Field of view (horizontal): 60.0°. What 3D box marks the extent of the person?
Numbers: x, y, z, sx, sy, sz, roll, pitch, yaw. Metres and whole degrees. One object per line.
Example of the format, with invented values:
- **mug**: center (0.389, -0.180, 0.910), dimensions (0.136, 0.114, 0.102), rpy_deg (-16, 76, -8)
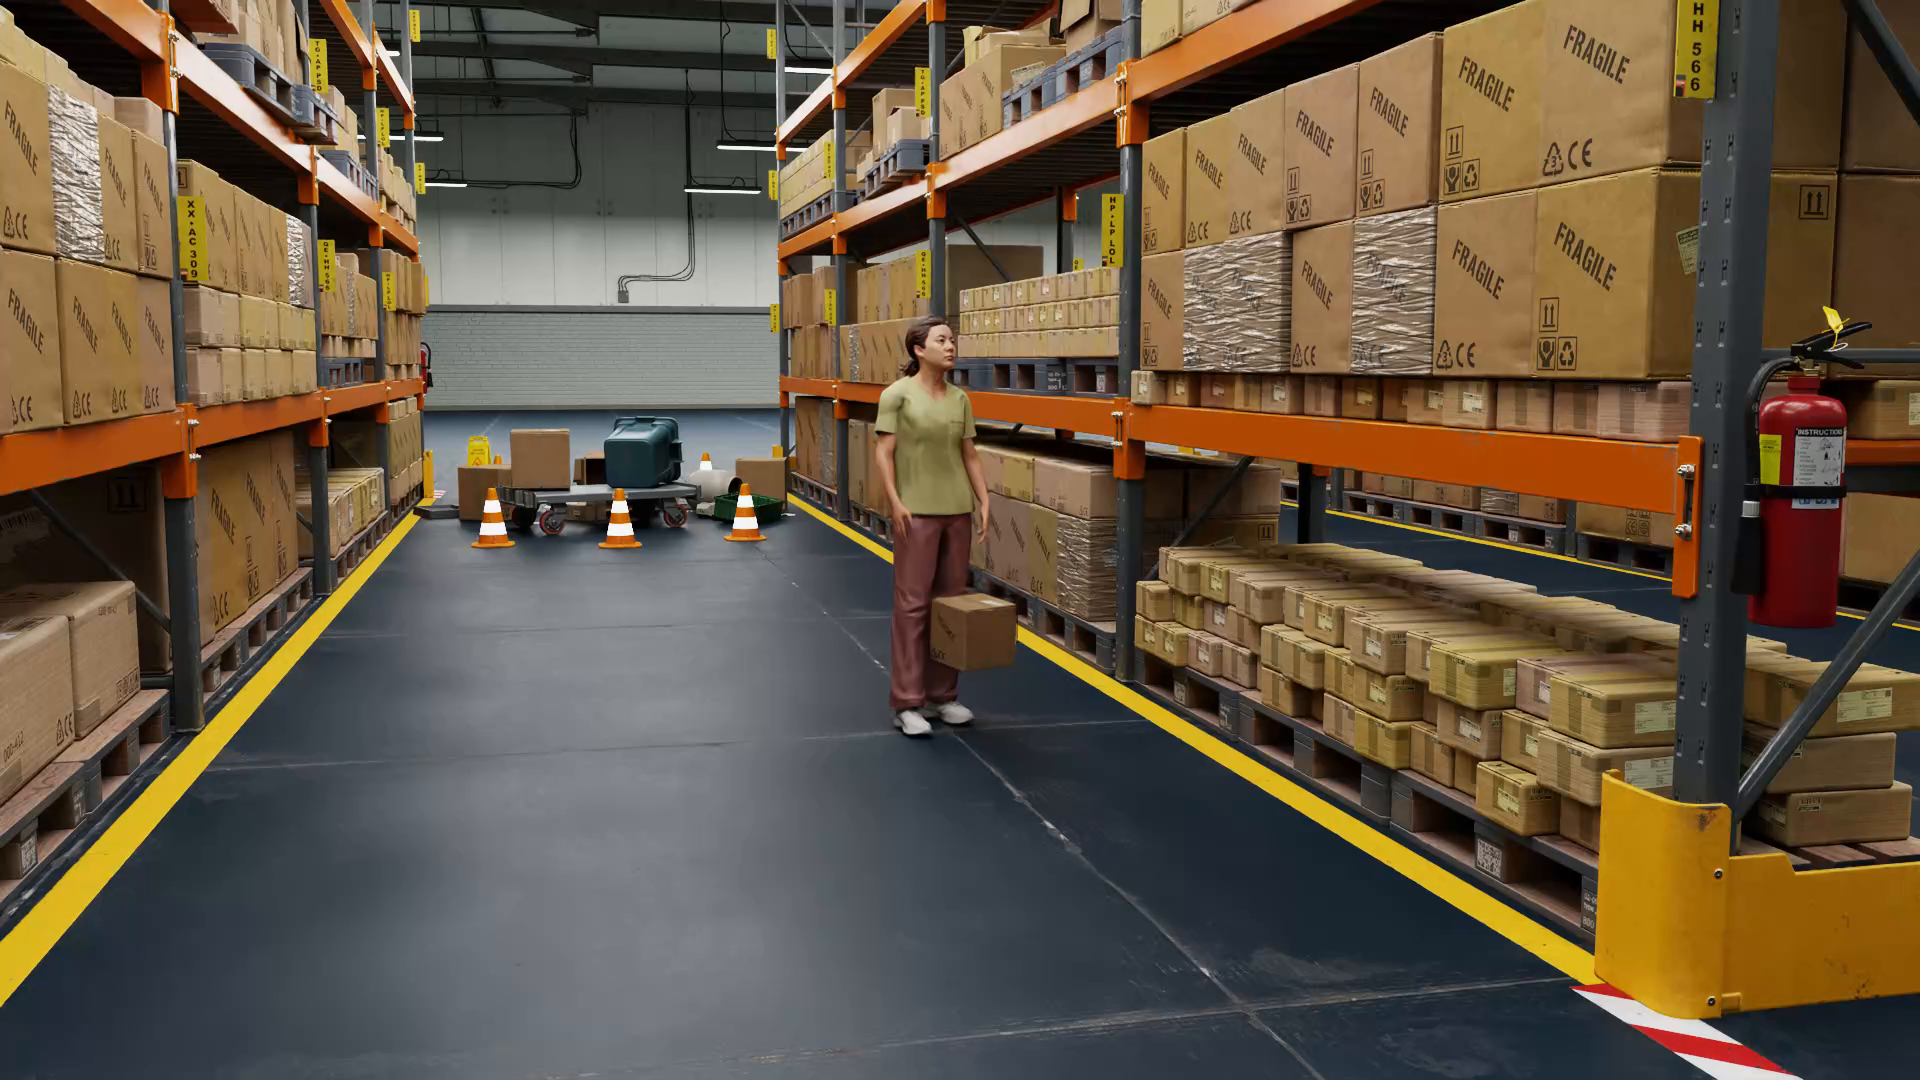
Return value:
- **person**: center (-0.080, -0.073, 6.815), dimensions (0.536, 1.659, 0.531), rpy_deg (-4, 7, -32)
